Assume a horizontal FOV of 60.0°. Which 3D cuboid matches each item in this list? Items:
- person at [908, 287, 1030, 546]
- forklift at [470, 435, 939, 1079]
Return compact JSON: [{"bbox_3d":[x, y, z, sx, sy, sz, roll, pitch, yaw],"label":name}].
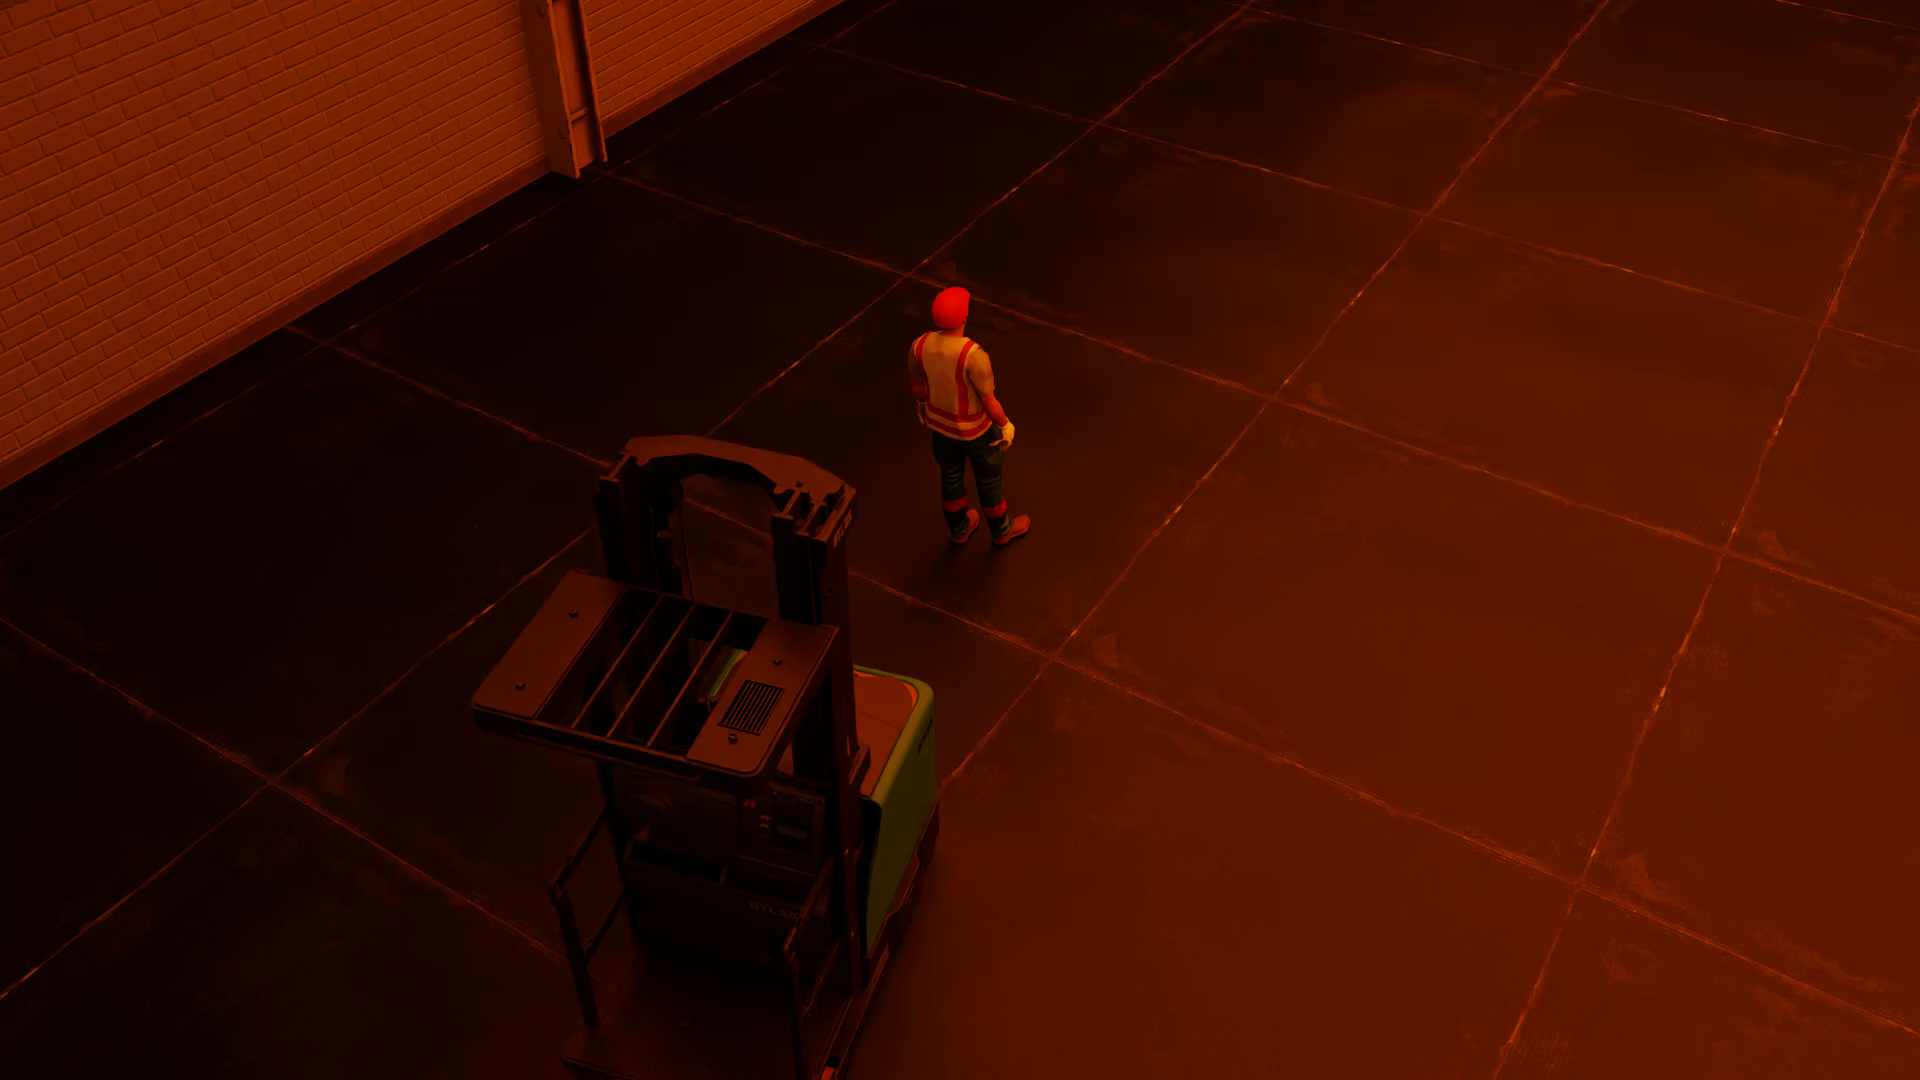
[{"bbox_3d":[0.054,-0.728,9.698,0.637,1.790,0.562,22,45,24],"label":"person"},{"bbox_3d":[-1.045,1.178,6.577,1.130,2.935,3.031,12,42,14],"label":"forklift"}]
